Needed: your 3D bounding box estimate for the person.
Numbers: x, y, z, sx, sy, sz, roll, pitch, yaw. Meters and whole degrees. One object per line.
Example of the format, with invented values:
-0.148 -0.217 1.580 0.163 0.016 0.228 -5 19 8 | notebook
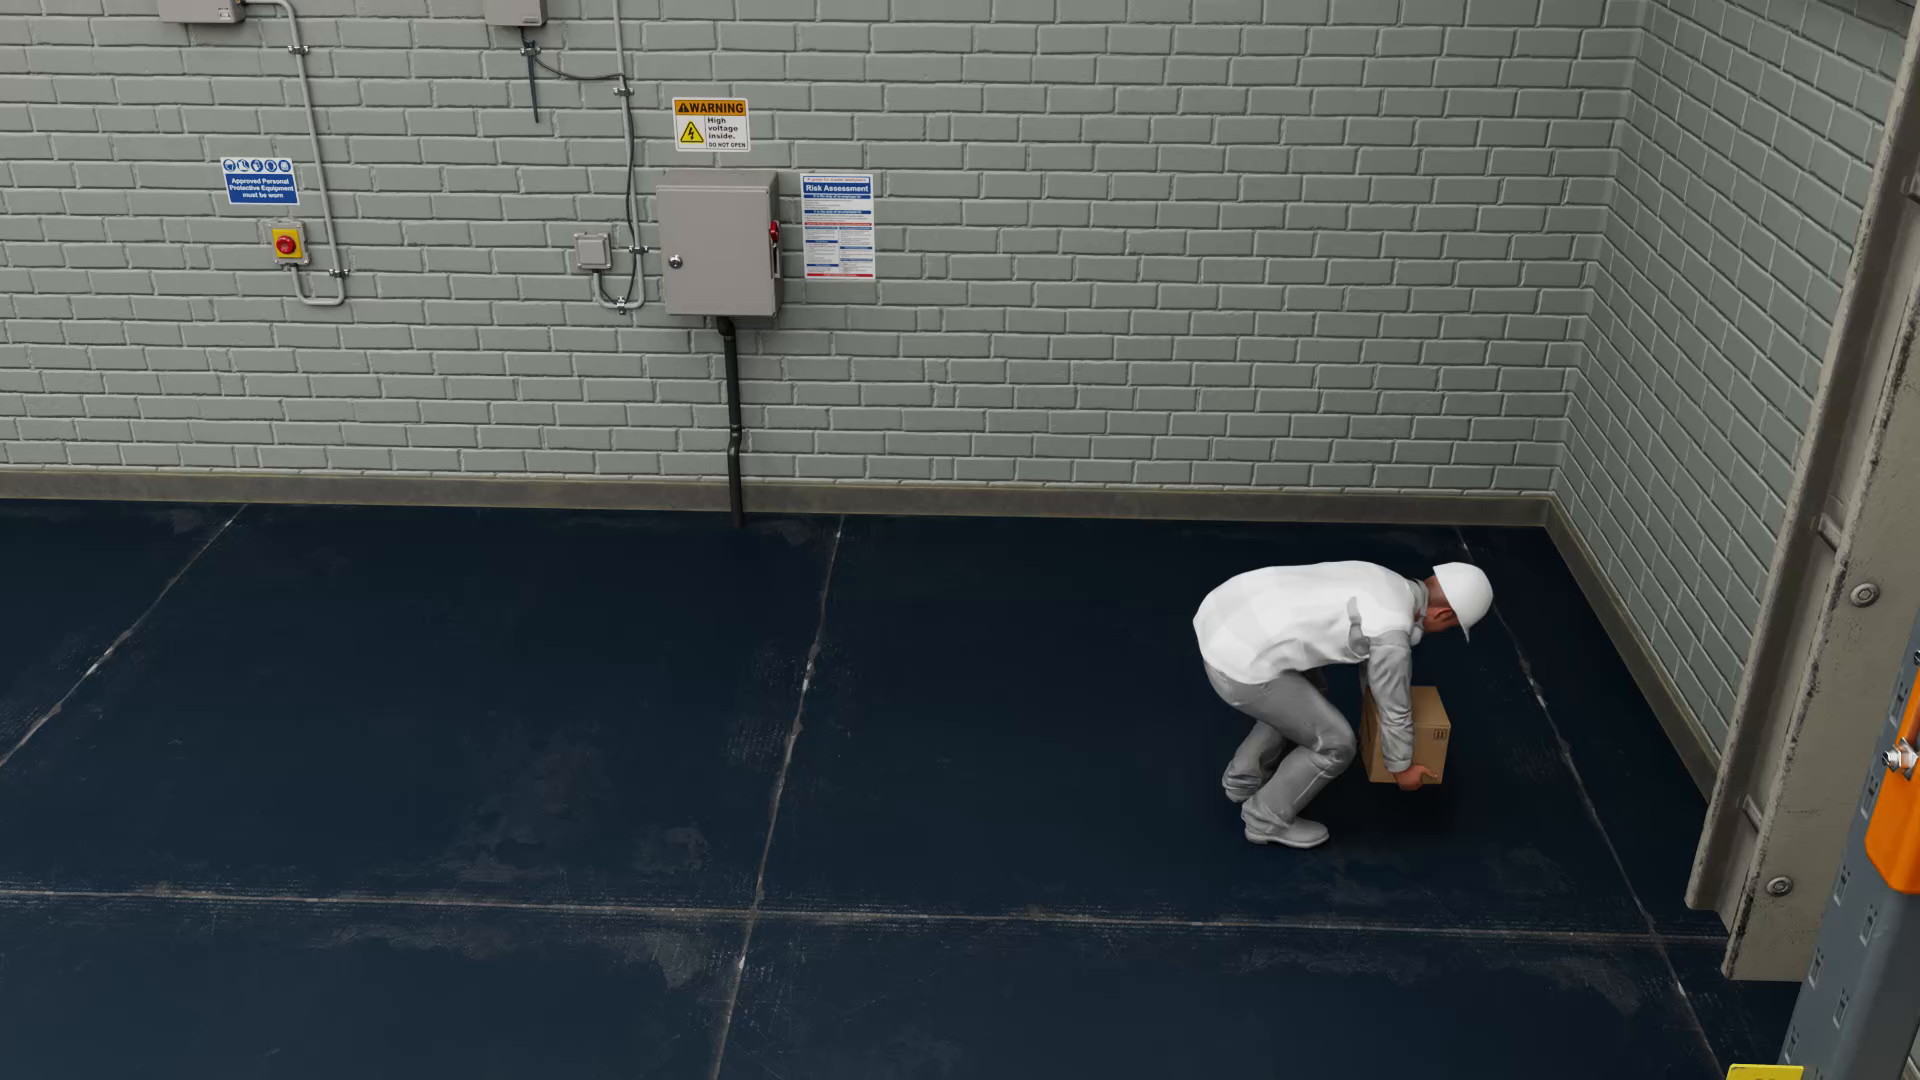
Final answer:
1.309 0.550 5.835 0.997 1.040 0.503 0 28 -1 | person
